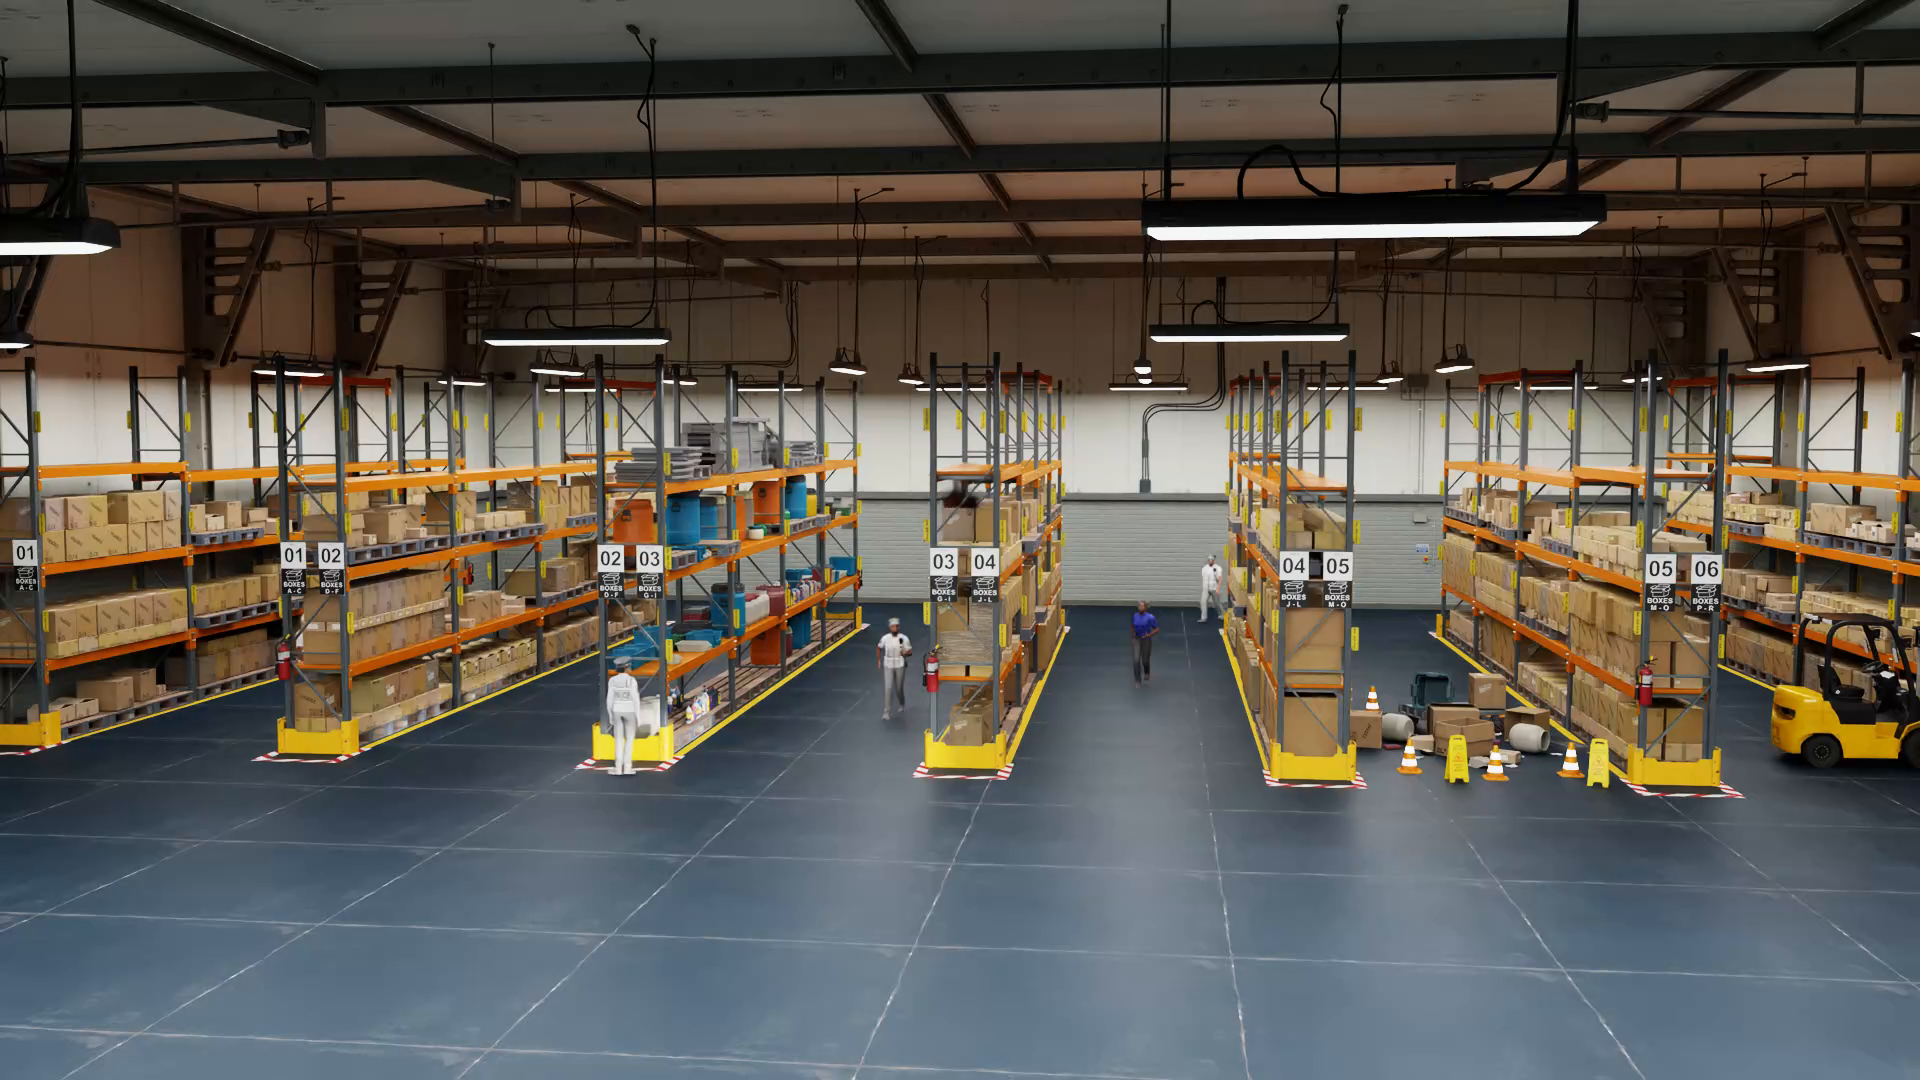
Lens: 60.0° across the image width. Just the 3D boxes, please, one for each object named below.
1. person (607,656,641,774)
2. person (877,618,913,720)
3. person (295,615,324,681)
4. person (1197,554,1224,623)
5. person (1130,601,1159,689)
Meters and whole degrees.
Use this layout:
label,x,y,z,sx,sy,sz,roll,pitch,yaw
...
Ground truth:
label,x,y,z,sx,sy,sz,roll,pitch,yaw
person,-4.772,2.496,23.622,0.533,1.705,0.377,1,4,14
person,-1.129,2.154,28.051,0.634,1.658,0.986,1,4,9
person,-11.016,2.127,28.166,0.408,1.771,0.680,0,4,-5
person,6.282,1.200,41.560,0.573,1.723,1.022,2,5,30
person,3.483,1.990,31.544,0.544,1.674,0.722,1,4,12
